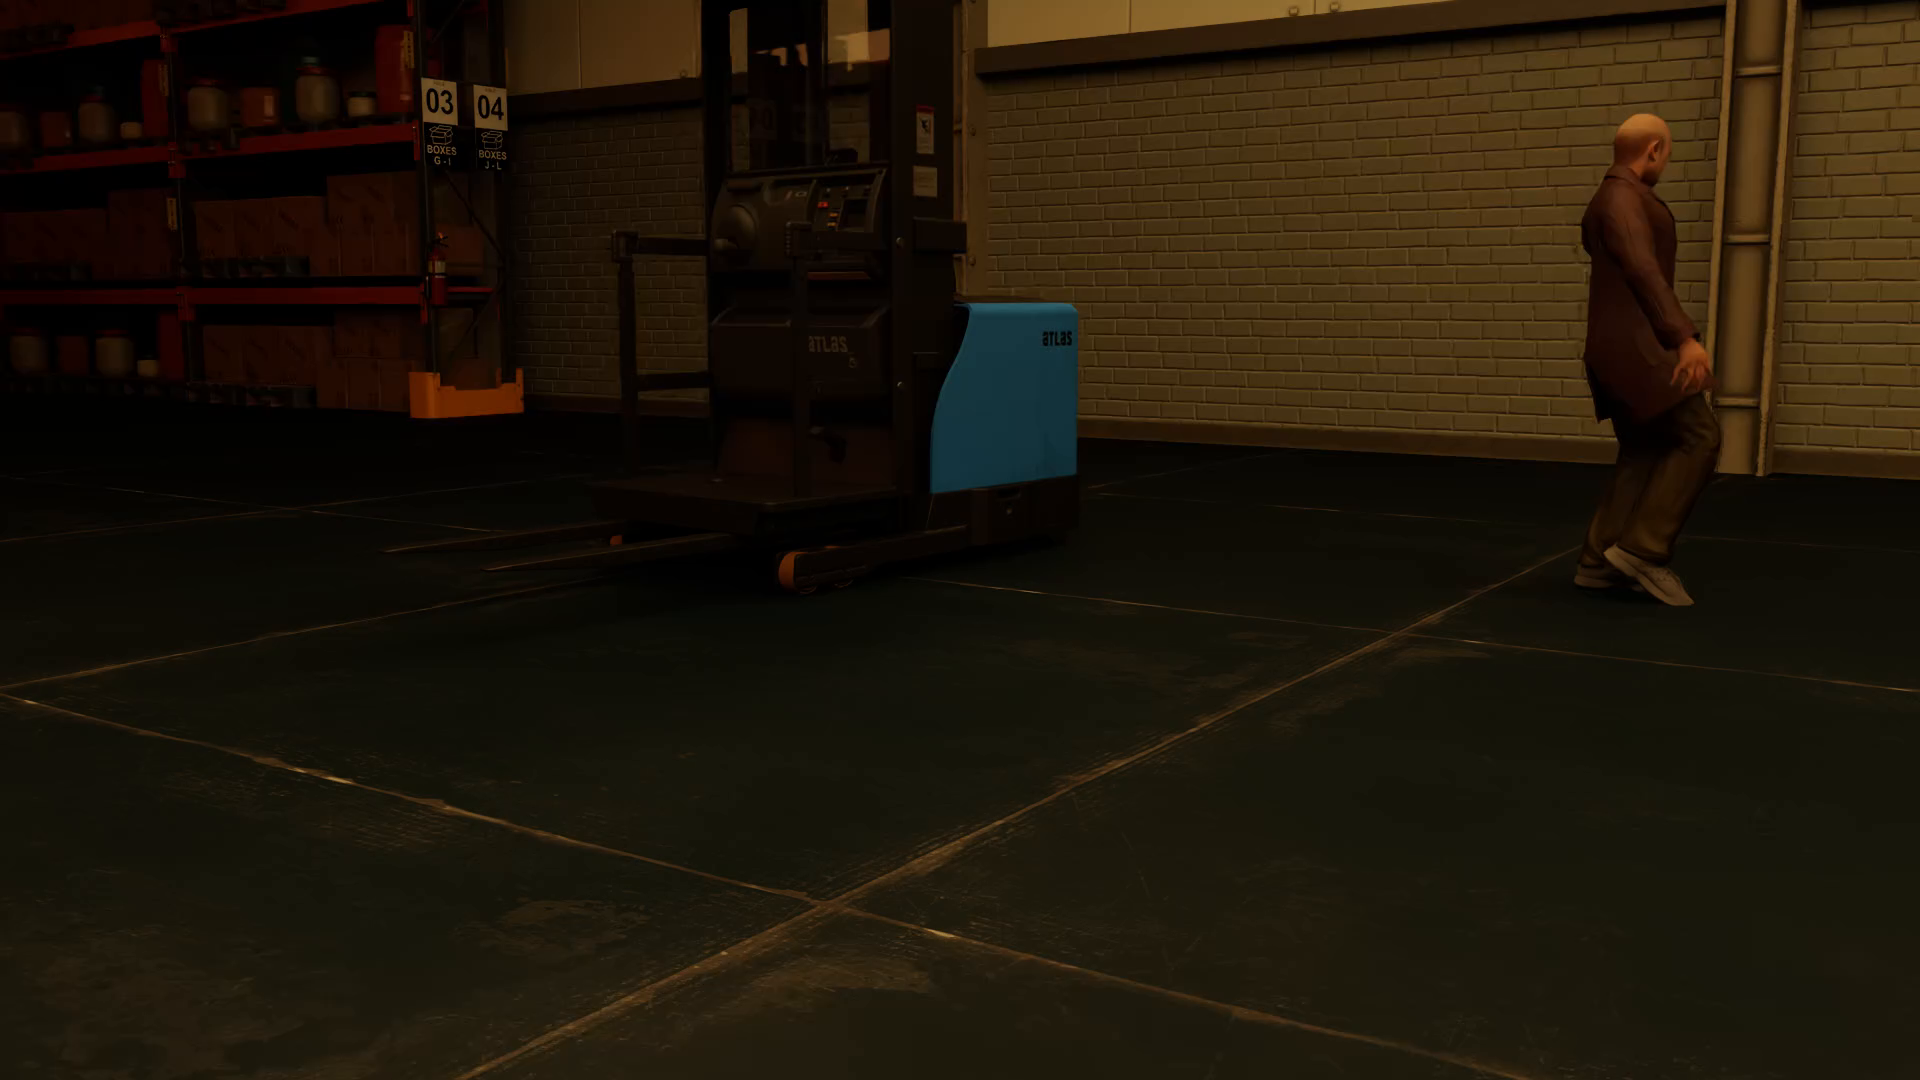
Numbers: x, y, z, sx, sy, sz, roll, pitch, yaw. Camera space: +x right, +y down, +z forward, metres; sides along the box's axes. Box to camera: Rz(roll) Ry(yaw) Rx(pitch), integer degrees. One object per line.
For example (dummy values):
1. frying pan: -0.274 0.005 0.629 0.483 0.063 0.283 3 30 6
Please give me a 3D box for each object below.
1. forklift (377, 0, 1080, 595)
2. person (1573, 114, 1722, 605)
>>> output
1. forklift: -0.793 -1.327 6.521 1.130 2.935 3.031 7 11 40
2. person: 2.535 -0.654 6.131 0.486 1.792 0.917 2 8 17
